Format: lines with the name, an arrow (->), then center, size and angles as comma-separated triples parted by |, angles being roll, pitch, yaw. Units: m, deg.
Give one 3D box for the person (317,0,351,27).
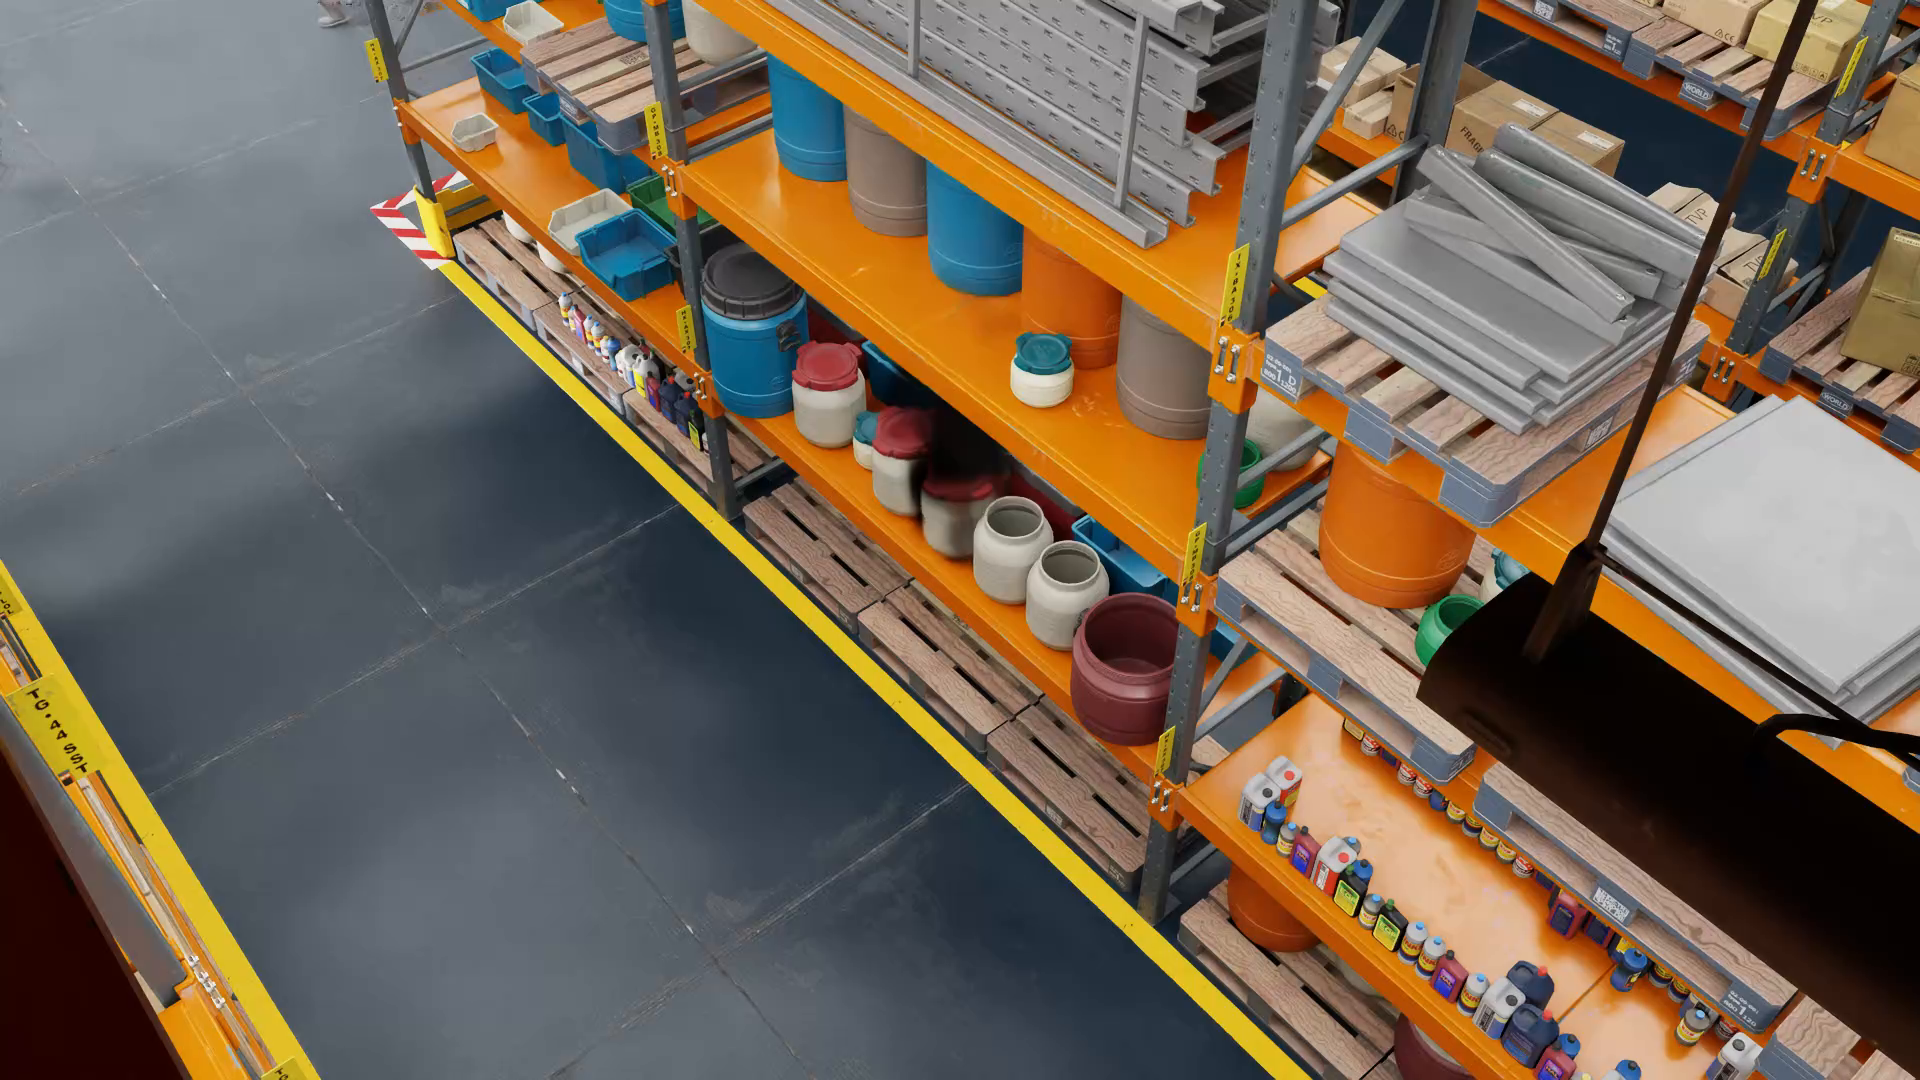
person -> -5.893, -5.417, 14.993 | 0.504, 1.657, 0.575 | -13, 48, -12
